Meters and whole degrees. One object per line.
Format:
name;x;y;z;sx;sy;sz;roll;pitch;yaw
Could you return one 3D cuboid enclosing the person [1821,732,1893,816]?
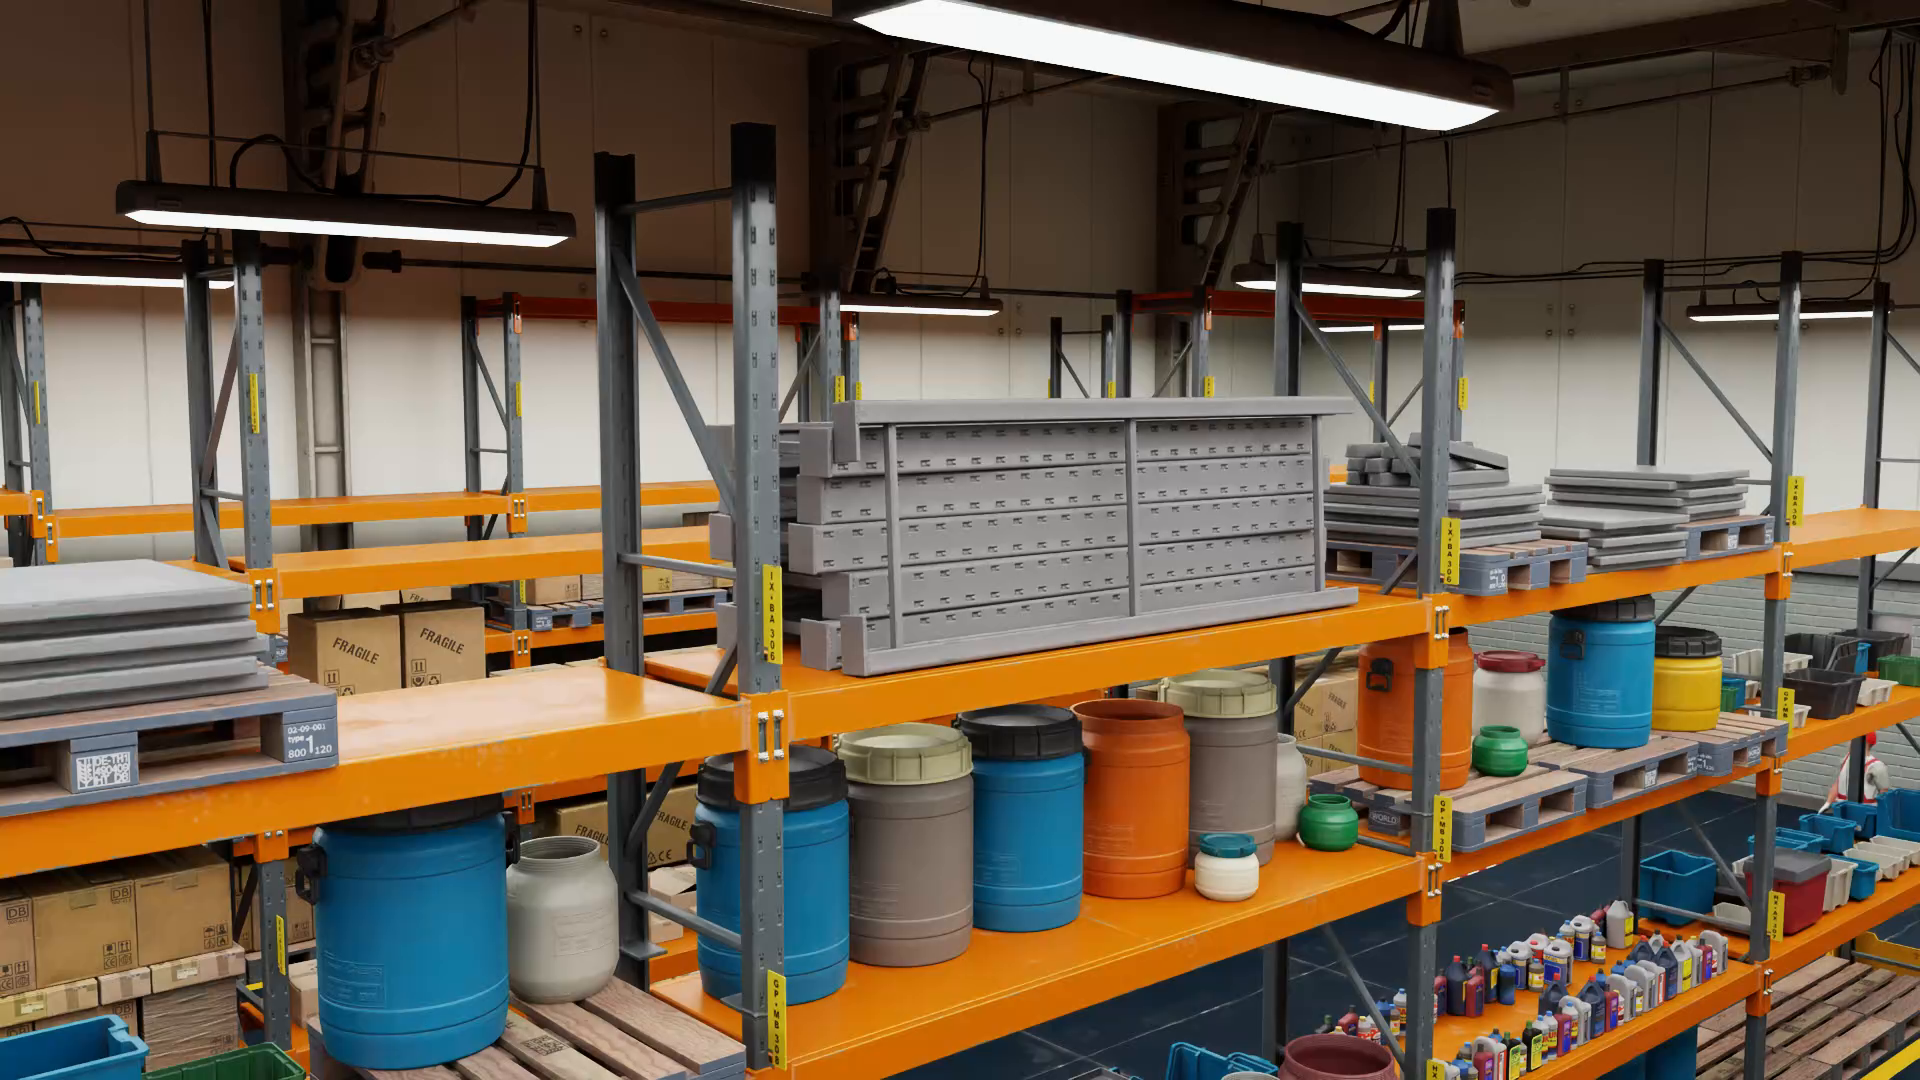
person;8.818;2.743;16.384;0.650;1.767;0.931;5;7;40
